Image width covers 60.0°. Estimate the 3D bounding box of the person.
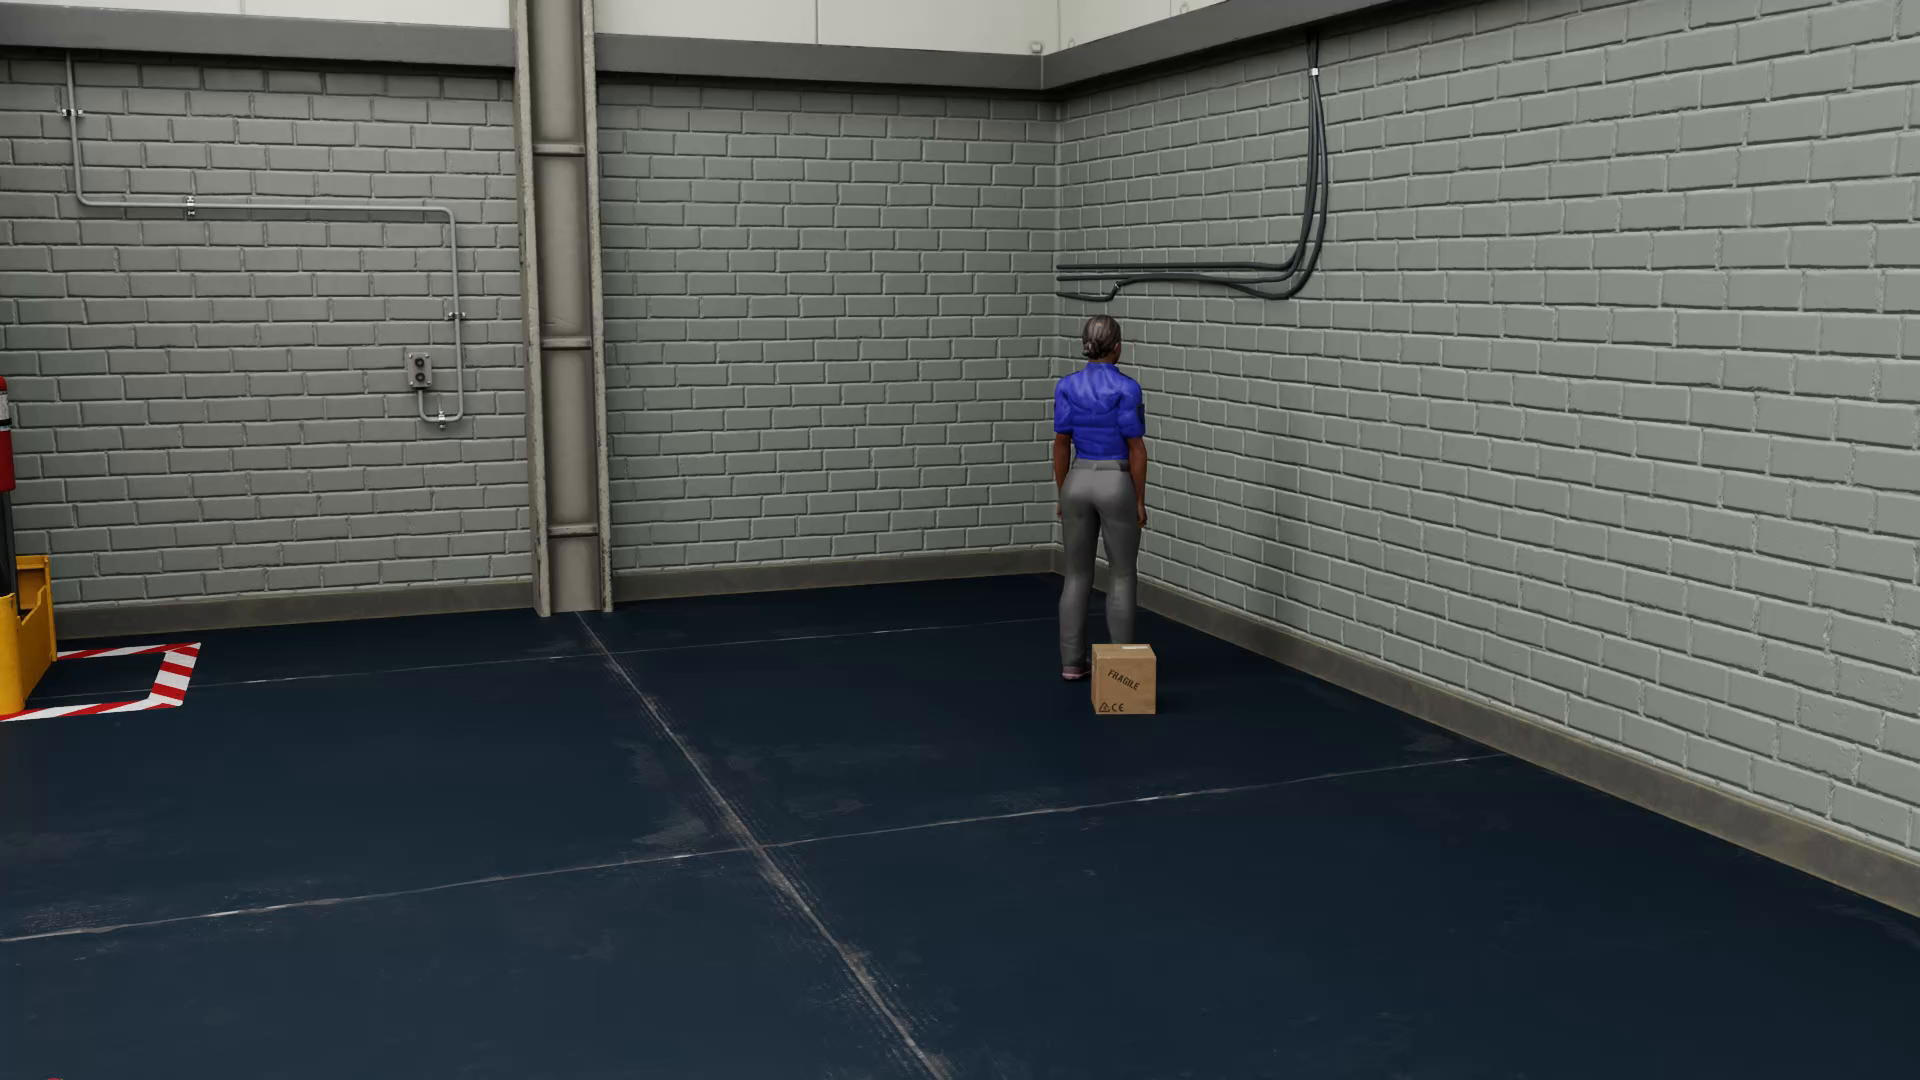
[{"bbox_3d":[0.651,-0.184,7.529,0.446,1.662,0.324,5,10,26],"label":"person"}]
